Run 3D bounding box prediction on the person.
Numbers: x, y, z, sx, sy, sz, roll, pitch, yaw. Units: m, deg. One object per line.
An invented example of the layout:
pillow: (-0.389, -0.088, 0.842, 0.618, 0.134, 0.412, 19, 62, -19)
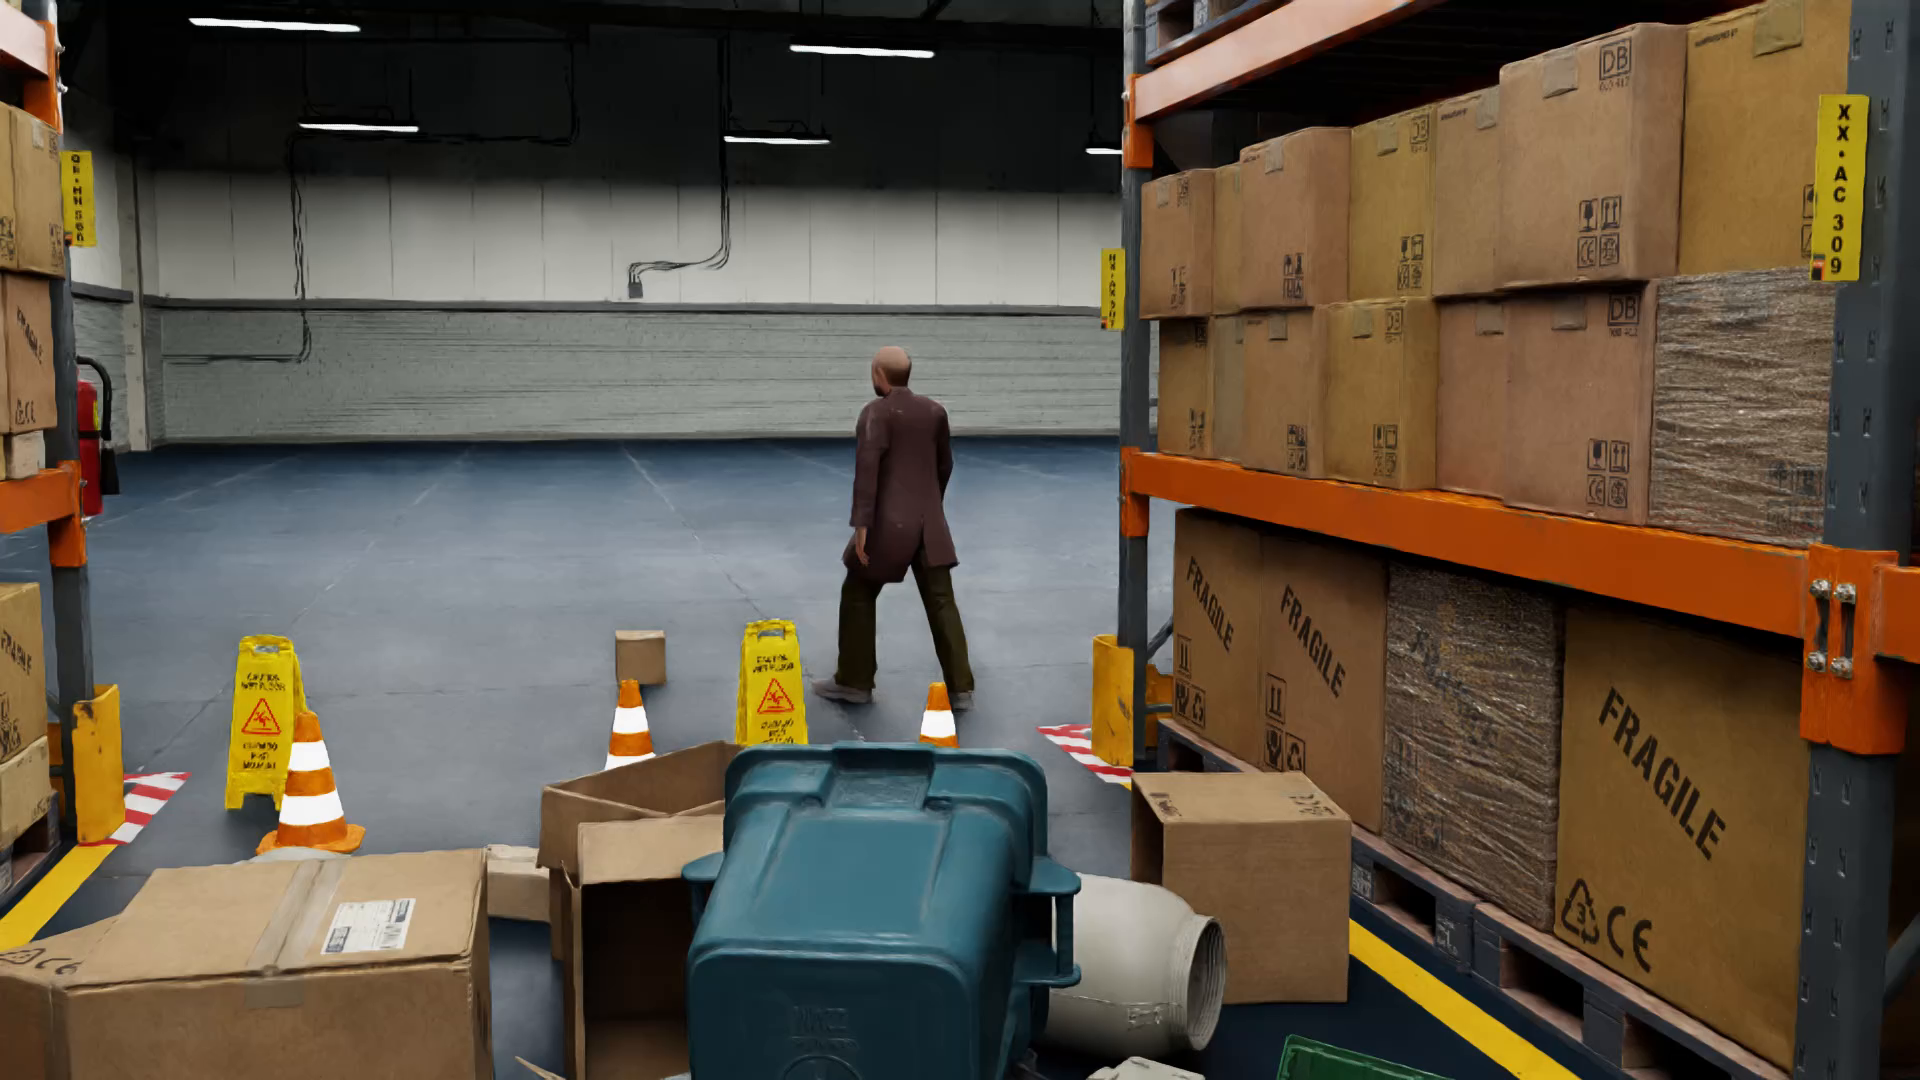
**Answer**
person: (-0.300, 0.028, 8.100, 0.675, 1.549, 0.854, -4, 7, -37)
